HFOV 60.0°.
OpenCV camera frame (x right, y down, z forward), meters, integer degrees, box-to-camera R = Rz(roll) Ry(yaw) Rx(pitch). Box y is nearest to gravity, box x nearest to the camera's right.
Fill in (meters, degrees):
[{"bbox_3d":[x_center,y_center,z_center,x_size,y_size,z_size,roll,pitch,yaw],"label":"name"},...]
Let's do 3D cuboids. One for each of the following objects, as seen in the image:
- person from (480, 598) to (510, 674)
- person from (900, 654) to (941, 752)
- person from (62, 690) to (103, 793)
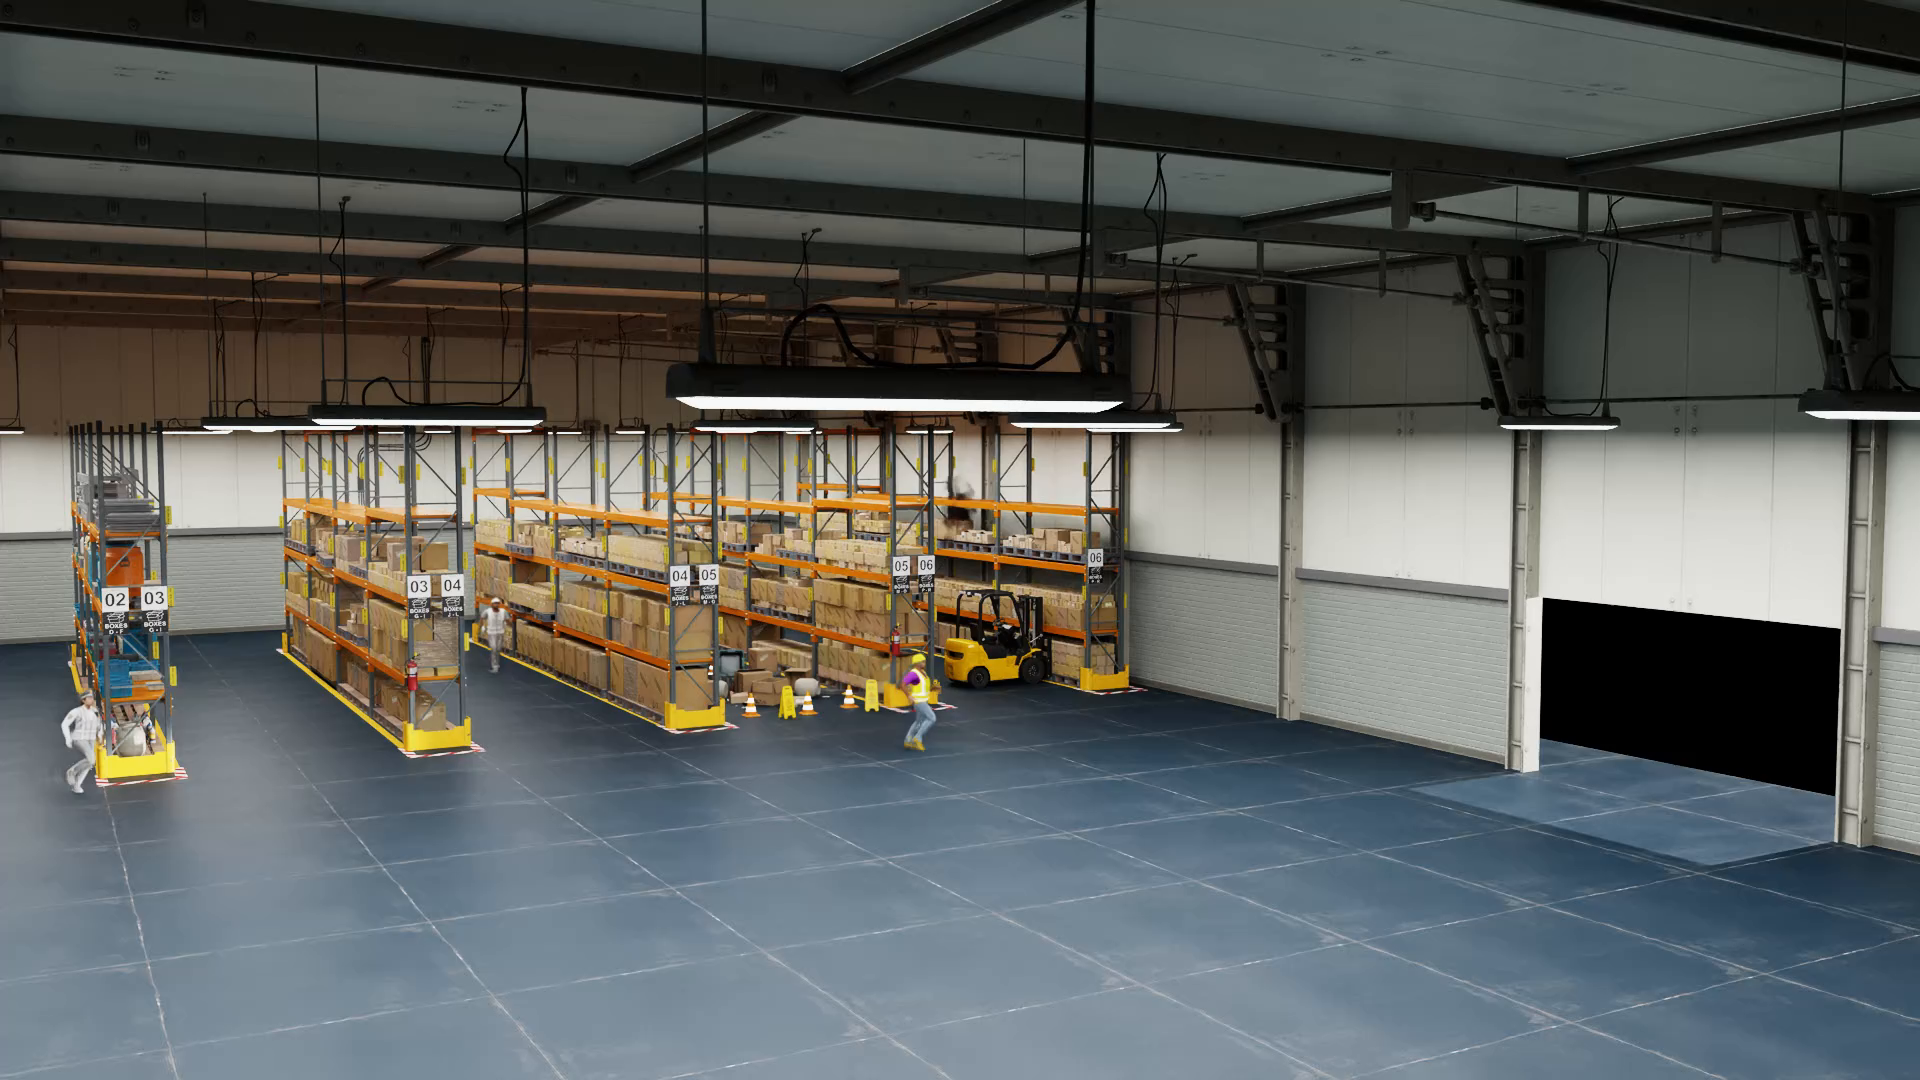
[{"bbox_3d":[-11.354,2.311,40.695,0.684,1.815,0.854,-2,4,-31],"label":"person"},{"bbox_3d":[-0.701,2.967,30.349,0.697,1.764,0.676,1,4,12],"label":"person"},{"bbox_3d":[-14.118,3.246,26.935,0.501,1.620,0.638,1,4,22],"label":"person"}]
